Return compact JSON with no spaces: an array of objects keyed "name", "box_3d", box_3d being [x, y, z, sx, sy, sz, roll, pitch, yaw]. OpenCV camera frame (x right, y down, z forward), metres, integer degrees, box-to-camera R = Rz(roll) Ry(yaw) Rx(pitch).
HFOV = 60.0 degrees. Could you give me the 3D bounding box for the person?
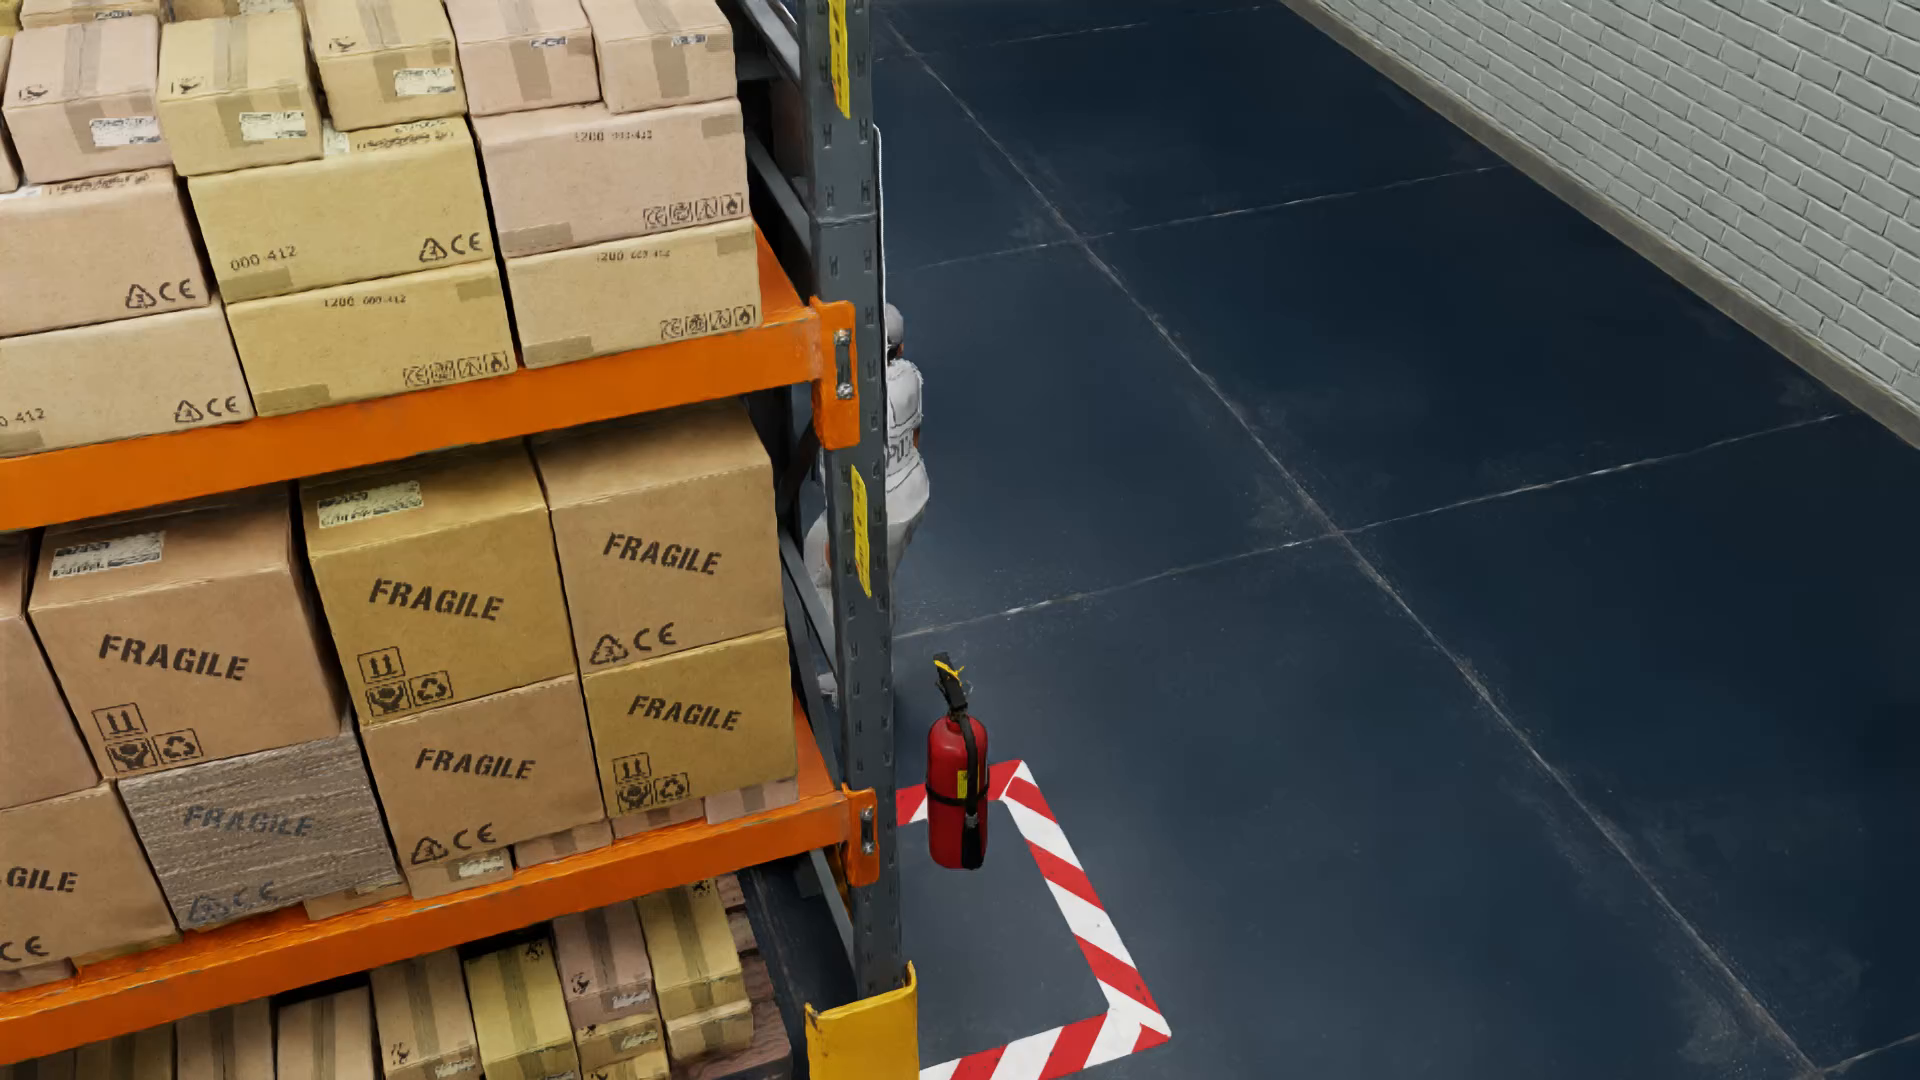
[{"name":"person","box_3d":[-0.384,-0.098,6.283,0.483,1.653,0.649,12,40,15]}]
